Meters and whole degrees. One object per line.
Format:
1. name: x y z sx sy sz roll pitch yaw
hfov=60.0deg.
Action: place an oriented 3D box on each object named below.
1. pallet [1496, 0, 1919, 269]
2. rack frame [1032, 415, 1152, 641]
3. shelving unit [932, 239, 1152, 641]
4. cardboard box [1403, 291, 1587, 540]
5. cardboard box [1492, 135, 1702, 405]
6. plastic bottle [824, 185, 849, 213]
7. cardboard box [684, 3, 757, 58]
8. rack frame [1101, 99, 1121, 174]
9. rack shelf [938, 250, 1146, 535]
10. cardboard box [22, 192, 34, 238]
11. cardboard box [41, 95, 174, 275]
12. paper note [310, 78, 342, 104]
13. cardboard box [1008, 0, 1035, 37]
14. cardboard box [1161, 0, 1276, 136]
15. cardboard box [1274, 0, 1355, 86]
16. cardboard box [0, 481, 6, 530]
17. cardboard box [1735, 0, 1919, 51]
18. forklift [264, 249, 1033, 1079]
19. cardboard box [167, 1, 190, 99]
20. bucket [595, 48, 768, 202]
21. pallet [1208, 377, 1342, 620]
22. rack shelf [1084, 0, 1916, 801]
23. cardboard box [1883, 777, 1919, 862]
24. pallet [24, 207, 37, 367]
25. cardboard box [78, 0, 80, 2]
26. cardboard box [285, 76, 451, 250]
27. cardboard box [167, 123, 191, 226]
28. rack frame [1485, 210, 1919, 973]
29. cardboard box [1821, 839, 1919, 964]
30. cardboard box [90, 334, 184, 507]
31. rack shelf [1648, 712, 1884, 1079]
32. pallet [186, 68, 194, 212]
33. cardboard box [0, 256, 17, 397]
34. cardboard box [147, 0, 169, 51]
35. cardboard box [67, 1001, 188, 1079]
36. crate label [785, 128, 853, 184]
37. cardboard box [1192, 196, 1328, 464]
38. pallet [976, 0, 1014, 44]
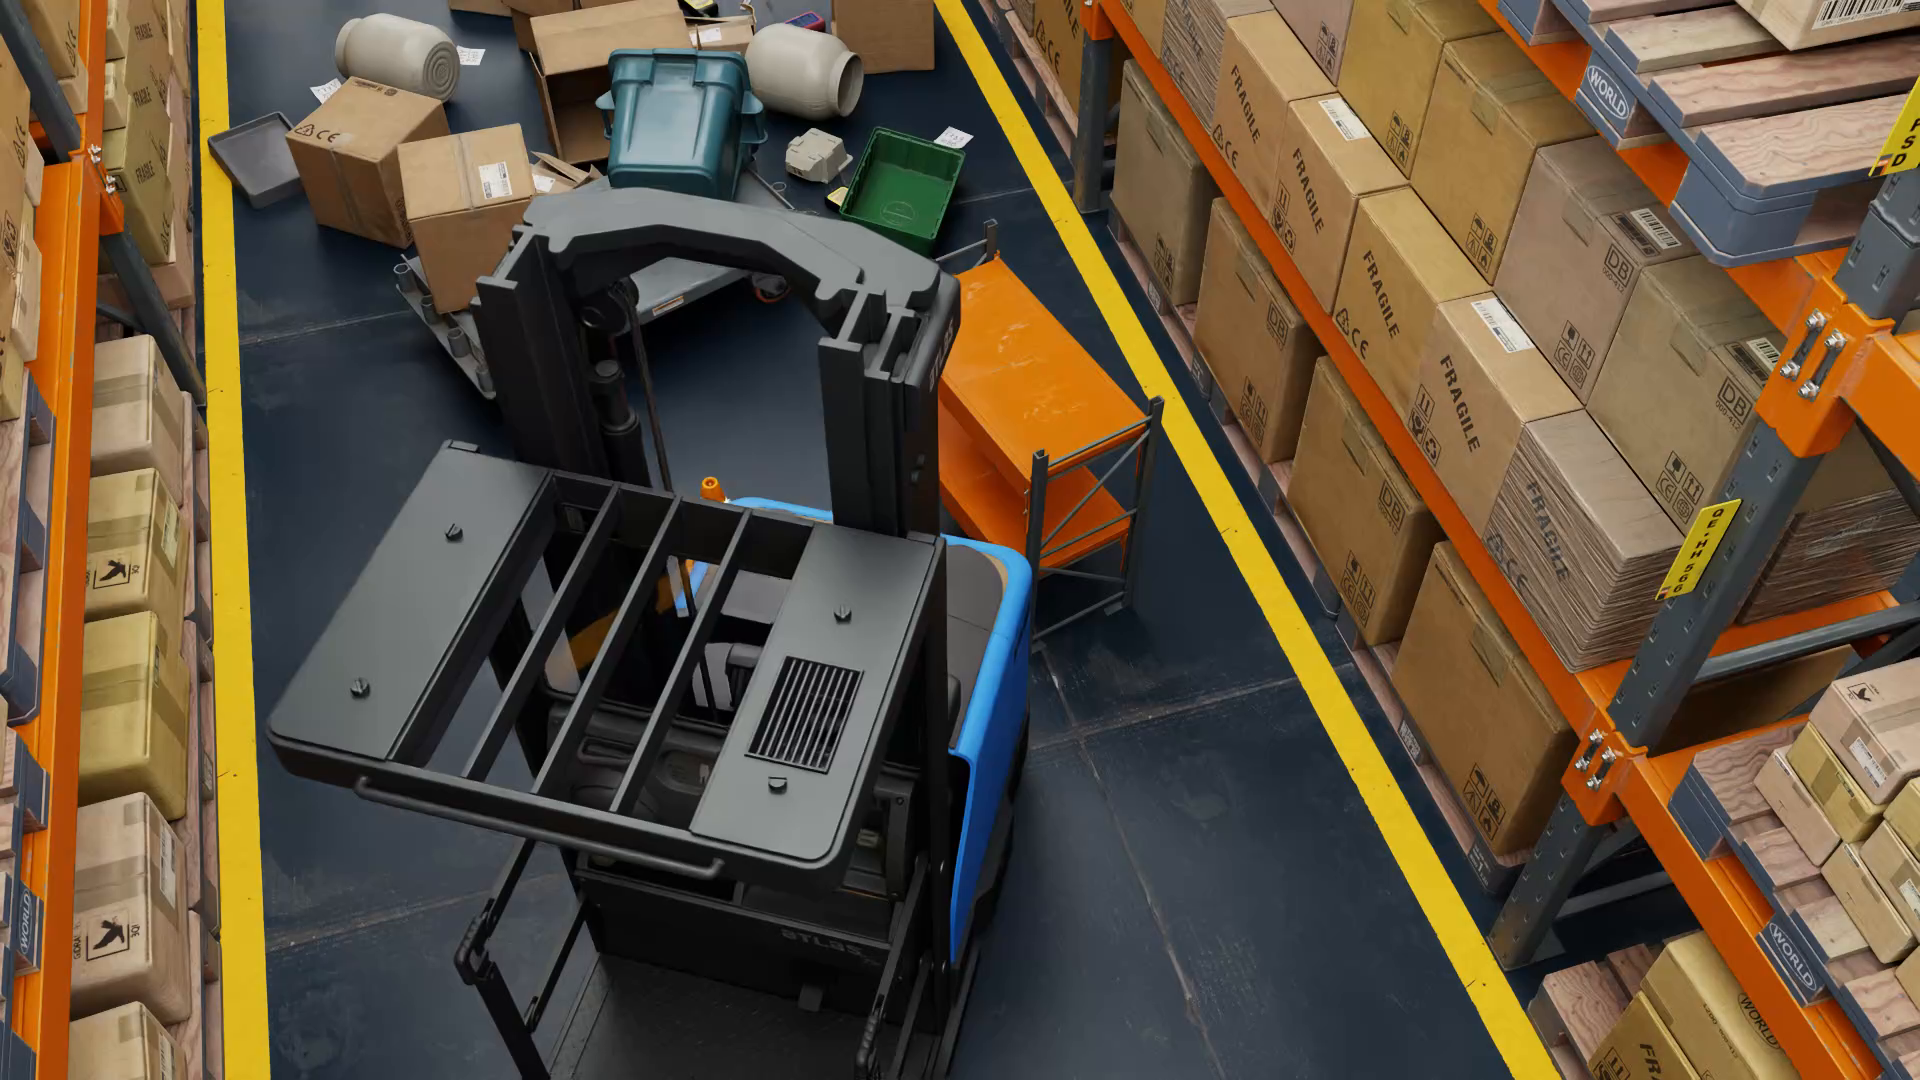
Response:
1. pallet: 1.972 -1.093 3.661 1.213 0.211 1.003 -11 51 -9
2. rack frame: 0.441 -0.016 5.817 0.475 0.981 0.013 -25 56 -20
3. shelving unit: 0.175 -0.358 6.084 0.538 0.981 1.030 -25 56 -20
4. cardboard box: 1.677 -0.394 4.844 0.500 0.500 0.500 -13 51 -11
5. cardboard box: 1.939 -0.783 4.518 0.700 0.500 0.500 -14 51 -12
6. plastic bottle: -0.493 -1.564 7.818 0.283 0.061 0.133 35 58 26
7. cardboard box: -1.238 -2.608 8.565 0.396 0.266 0.258 -6 50 -5
8. rack frame: 1.033 -2.651 6.813 0.949 2.616 0.053 -13 51 -11
9. rack shelf: 0.180 -0.540 5.855 0.538 0.278 1.000 -25 56 -20
10. cardboard box: -3.192 -1.002 5.312 0.380 0.149 0.250 -15 51 -12
11. cardboard box: -3.585 -1.440 6.825 0.500 0.500 0.500 -11 51 -9
12. paper note: -3.202 -2.283 8.444 0.142 0.019 0.148 -30 56 -23
13. cardboard box: 0.641 -3.233 8.419 0.875 0.875 0.875 -13 51 -11
14. cardboard box: 1.079 -1.869 6.088 0.500 0.500 0.500 -13 51 -11
15. cardboard box: 1.486 -1.899 5.459 0.700 0.500 0.500 -13 51 -11
16. cardboard box: -2.836 -0.061 4.519 0.380 0.149 0.250 -12 51 -10
17. cardboard box: 1.826 -1.176 3.420 0.380 0.166 0.250 -13 51 -11
18. forklift: -0.627 0.809 3.999 1.129 2.843 3.031 11 51 9
19. cardboard box: -4.050 -2.337 8.072 0.500 0.250 0.500 -15 51 -12
20. bucket: -1.212 -1.663 7.127 0.726 0.611 0.620 2 60 2
21. pallet: -0.315 1.322 5.287 6.107 0.211 4.108 -13 51 -11
22. rack shelf: 1.622 -0.958 5.856 1.077 0.370 4.000 -13 51 -11
23. cardboard box: 2.247 0.602 3.571 0.380 0.149 0.250 -15 51 -12
24. pallet: -3.581 -0.804 5.381 1.003 0.211 1.213 -13 51 -11
25. cardboard box: -3.727 -2.227 6.620 0.380 0.149 0.250 -12 51 -10
26. cardboard box: -2.686 -1.743 7.680 0.500 0.500 0.500 18 52 14
27. cardboard box: -3.754 -1.586 7.438 0.500 0.250 0.500 -11 51 -9
28. rack frame: 2.213 0.271 4.349 1.000 3.000 0.127 -13 51 -11
29. cardboard box: 2.232 0.785 3.805 0.380 0.149 0.250 -11 51 -9
30. cardboard box: -3.511 -0.363 6.328 0.950 0.372 0.625 -13 51 -11
31. rack shelf: 2.805 1.878 3.291 0.919 0.052 3.809 -13 51 -11
32. pallet: -4.265 -1.934 8.032 1.003 0.211 1.213 -13 51 -11
33. cardboard box: -3.018 -0.695 4.629 0.500 0.500 0.500 -12 51 -10
34. cardboard box: -4.065 -2.593 7.797 0.500 0.500 0.500 -14 51 -12
35. cardboard box: -2.643 1.761 4.537 0.950 0.372 0.625 -16 52 -13
36. crate label: -0.698 -1.854 8.013 0.250 0.136 0.298 26 55 20
37. cardboard box: 1.581 -0.922 6.552 1.050 0.750 0.750 -13 51 -11
38. pallet: 0.516 -3.217 9.114 1.003 0.211 1.213 -13 51 -11
